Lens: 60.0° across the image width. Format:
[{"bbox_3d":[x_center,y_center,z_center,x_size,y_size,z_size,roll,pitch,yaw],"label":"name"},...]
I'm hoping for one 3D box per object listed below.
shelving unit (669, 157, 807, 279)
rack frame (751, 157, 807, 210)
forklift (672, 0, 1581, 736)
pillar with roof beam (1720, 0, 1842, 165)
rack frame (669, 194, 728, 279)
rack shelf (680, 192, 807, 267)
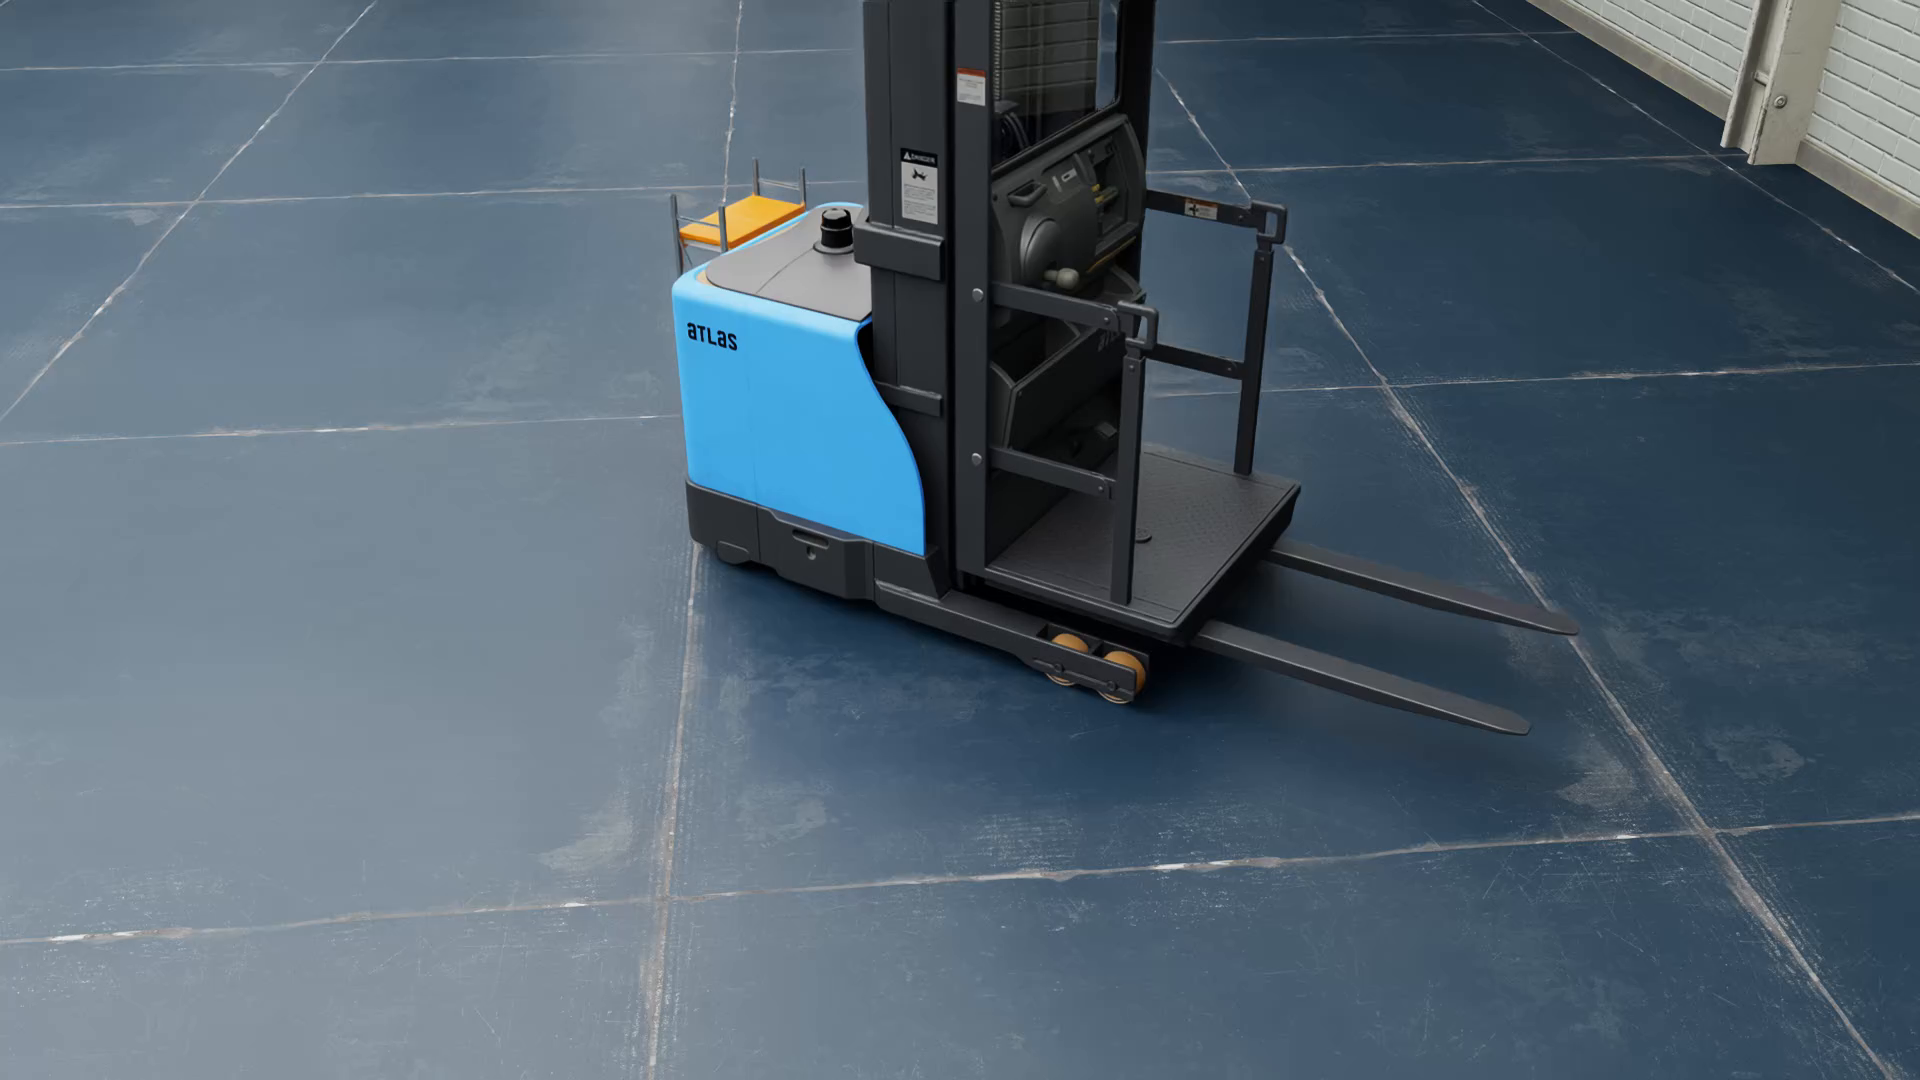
[{"bbox_3d":[-0.815,-0.808,6.432,0.258,1.200,0.503,17,35,26],"label":"shelving unit"},{"bbox_3d":[-0.690,-0.915,6.612,0.240,1.200,0.015,17,35,26],"label":"rack frame"},{"bbox_3d":[0.530,-1.042,5.137,3.031,2.935,1.130,17,35,26],"label":"forklift"},{"bbox_3d":[0.630,-6.032,7.574,9.100,9.000,0.400,-3,31,-5],"label":"pillar with roof beam"},{"bbox_3d":[-0.940,-0.700,6.252,0.240,1.200,0.015,17,35,26],"label":"rack frame"},{"bbox_3d":[-0.815,-1.145,6.231,0.258,0.148,0.480,17,35,26],"label":"rack shelf"}]
